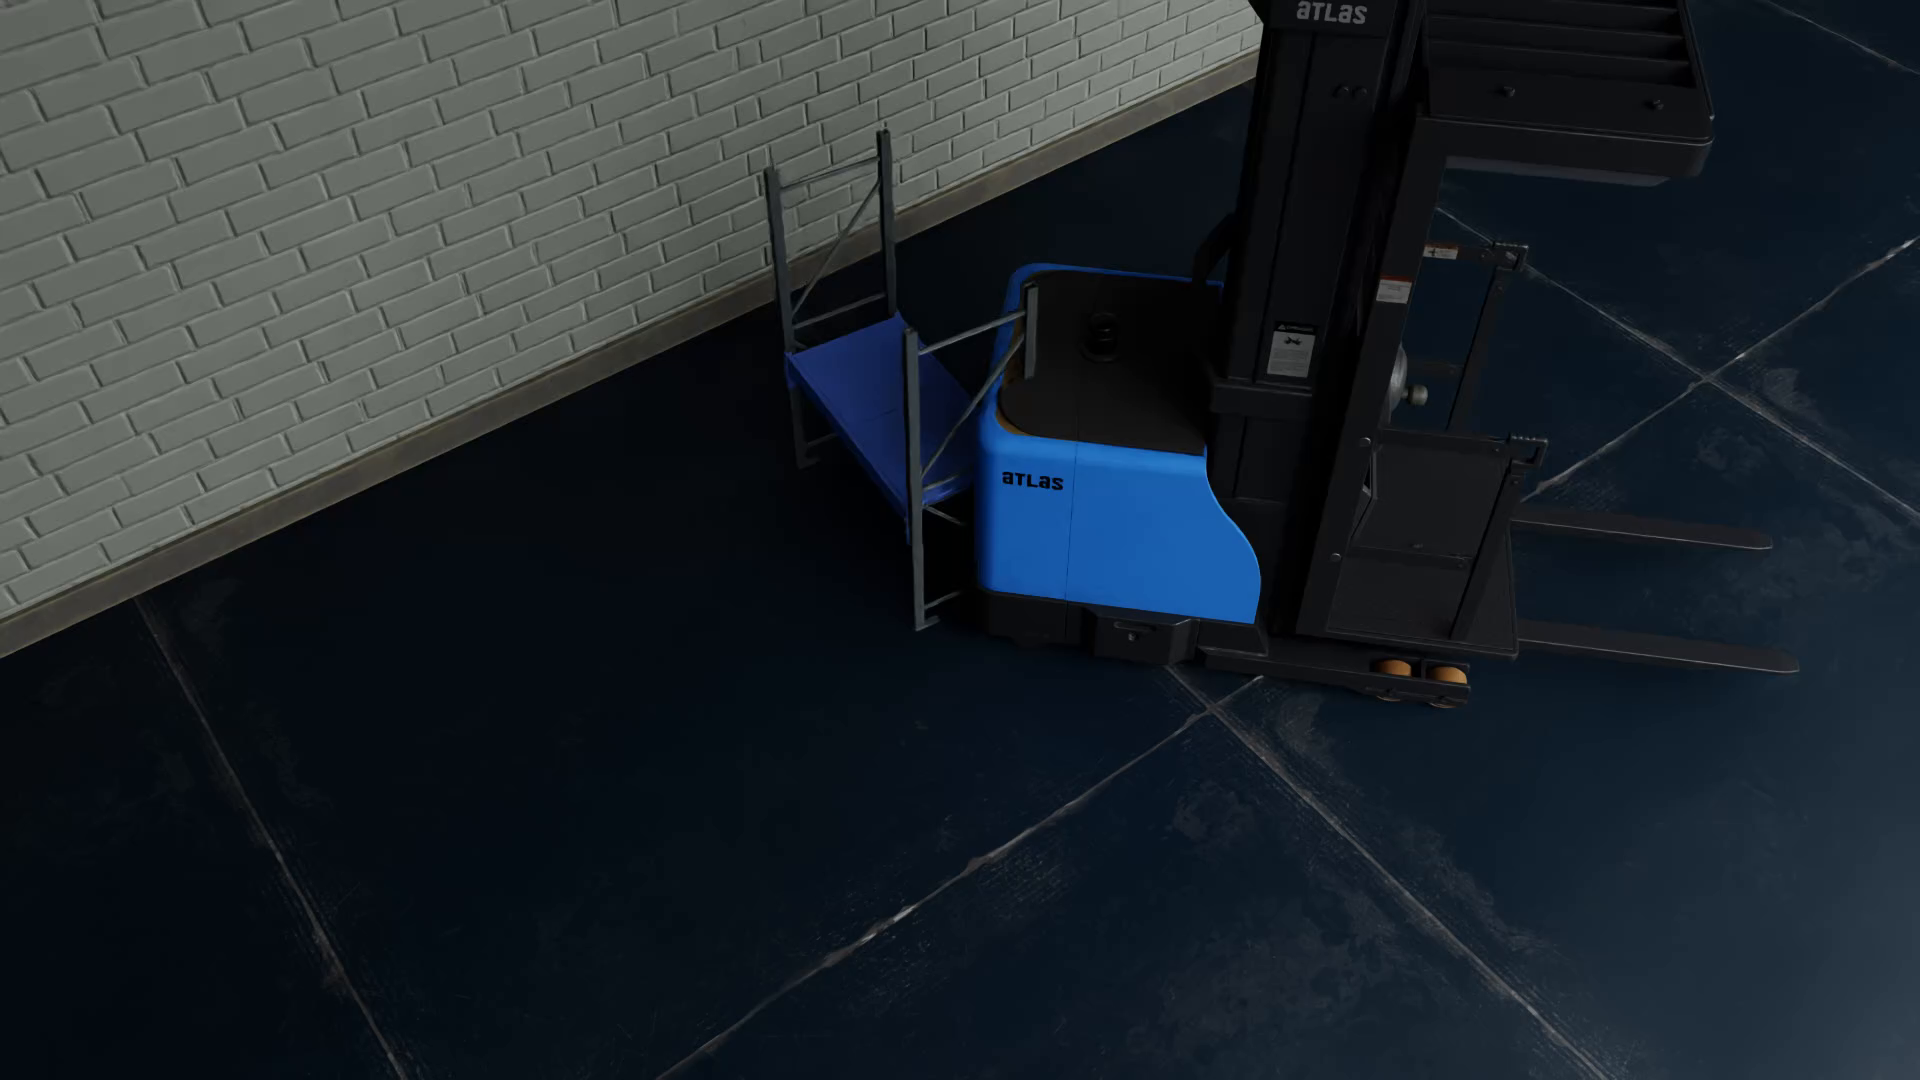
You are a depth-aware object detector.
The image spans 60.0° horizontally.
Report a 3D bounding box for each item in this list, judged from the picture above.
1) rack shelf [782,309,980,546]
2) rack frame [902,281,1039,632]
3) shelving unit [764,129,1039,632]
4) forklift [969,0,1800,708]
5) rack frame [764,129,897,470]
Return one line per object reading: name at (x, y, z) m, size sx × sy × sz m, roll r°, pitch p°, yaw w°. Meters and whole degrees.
rack shelf at (-0.220, -0.454, 6.391) m, size 0.538 × 0.185 × 1.000 m, roll -23°, pitch 52°, yaw -20°
rack frame at (0.036, -0.250, 5.963) m, size 0.500 × 1.500 × 0.032 m, roll -23°, pitch 52°, yaw -20°
shelving unit at (-0.220, -0.575, 6.258) m, size 0.538 × 1.500 × 1.048 m, roll -23°, pitch 52°, yaw -20°
forklift at (1.600, -0.787, 5.484) m, size 3.031 × 2.935 × 1.130 m, roll 7°, pitch 48°, yaw 6°
rack frame at (-0.476, -0.900, 6.553) m, size 0.500 × 1.500 × 0.032 m, roll -23°, pitch 52°, yaw -20°
